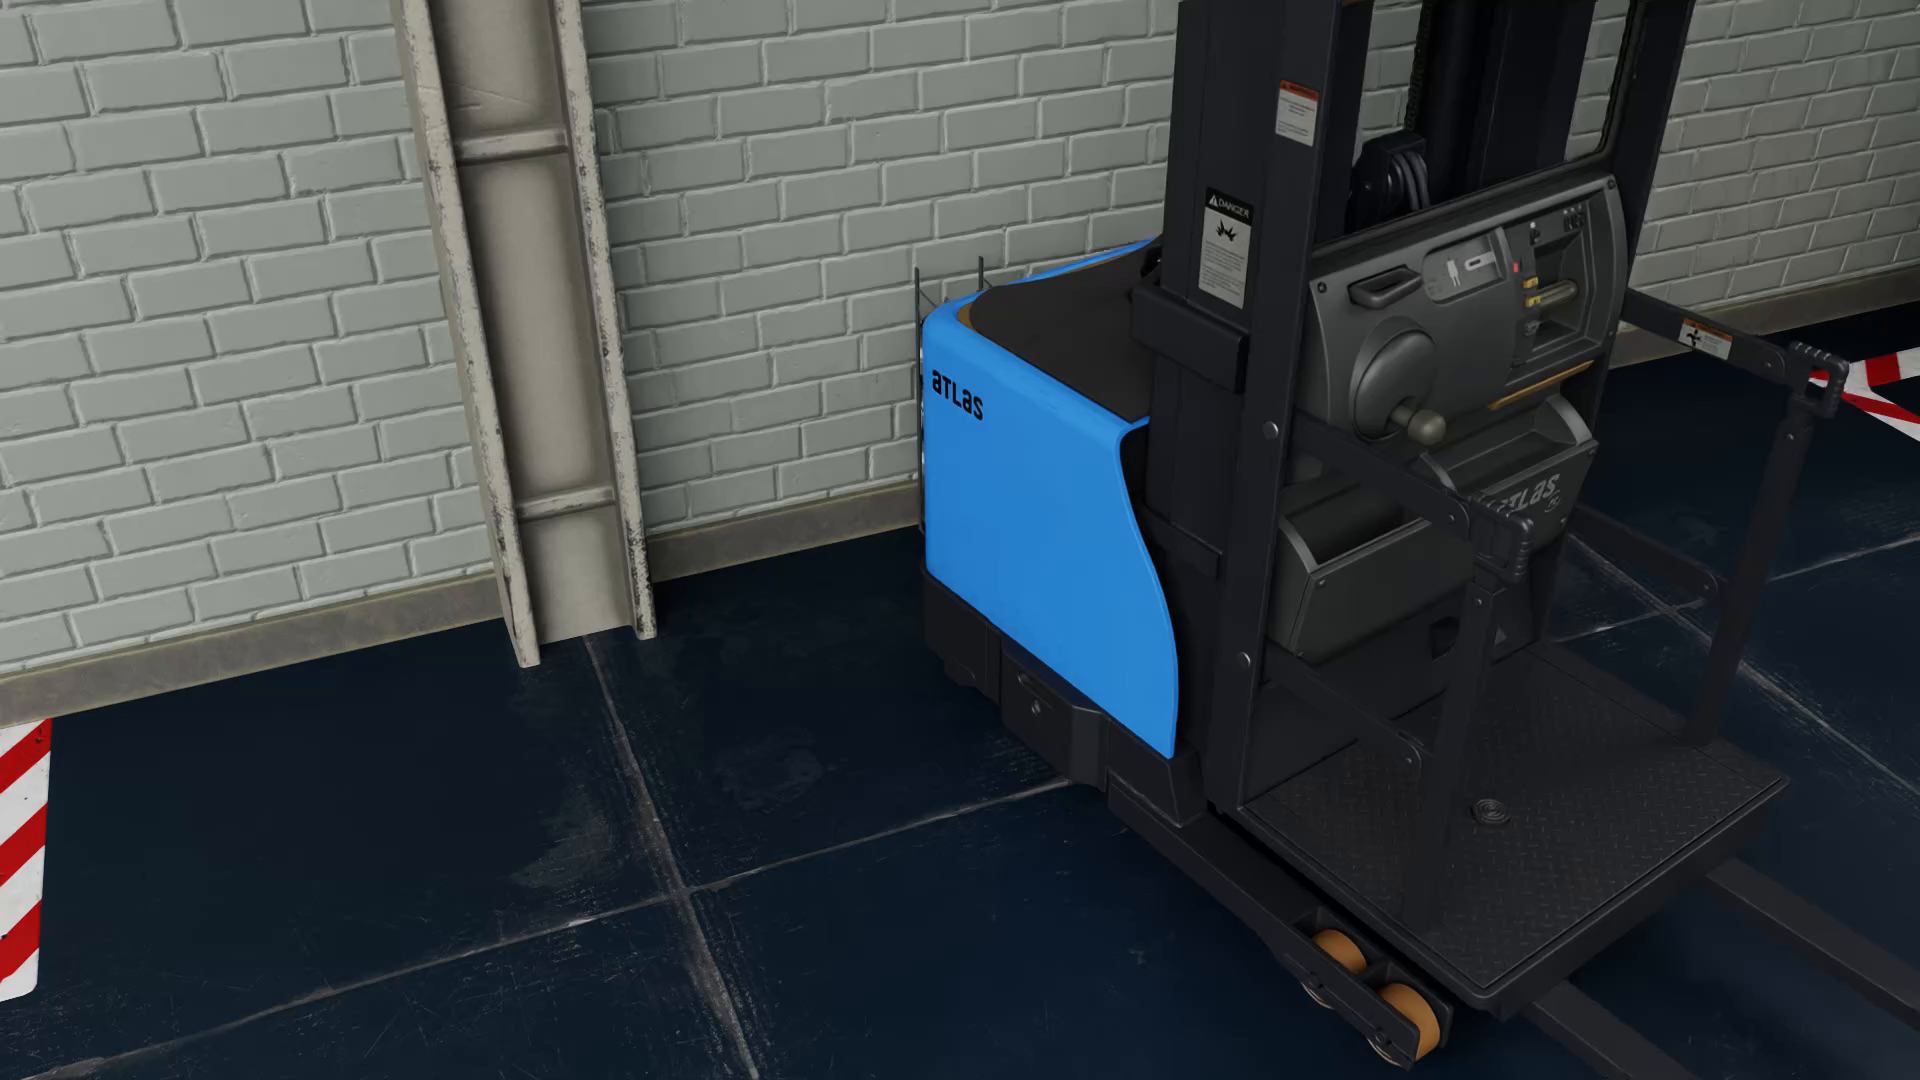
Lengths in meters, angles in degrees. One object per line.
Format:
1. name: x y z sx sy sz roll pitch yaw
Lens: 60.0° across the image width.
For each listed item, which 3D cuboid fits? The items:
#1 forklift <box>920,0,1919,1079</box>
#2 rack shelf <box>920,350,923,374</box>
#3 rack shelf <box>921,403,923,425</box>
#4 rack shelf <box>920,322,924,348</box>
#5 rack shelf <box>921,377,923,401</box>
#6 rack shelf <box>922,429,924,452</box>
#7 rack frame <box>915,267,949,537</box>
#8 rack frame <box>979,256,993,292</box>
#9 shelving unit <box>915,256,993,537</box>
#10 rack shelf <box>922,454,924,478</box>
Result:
1. forklift: 1.168 -0.420 3.208 1.130 2.935 3.031 -22 39 -30
2. rack shelf: 0.012 -0.498 4.921 0.200 0.077 0.258 -13 35 -19
3. rack shelf: 0.012 -0.347 5.019 0.200 0.077 0.258 -13 35 -19
4. rack shelf: 0.012 -0.573 4.872 0.200 0.077 0.258 -13 35 -19
5. rack shelf: 0.012 -0.422 4.970 0.200 0.077 0.258 -13 35 -19
6. rack shelf: 0.012 -0.272 5.068 0.200 0.077 0.258 -13 35 -19
7. rack frame: -0.081 -0.353 4.967 0.006 0.900 0.240 -13 35 -19
8. rack frame: 0.106 -0.397 5.035 0.006 0.900 0.240 -13 35 -19
9. shelving unit: 0.012 -0.375 5.001 0.210 0.900 0.258 -13 35 -19
10. rack shelf: 0.012 -0.196 5.117 0.200 0.077 0.258 -13 35 -19
